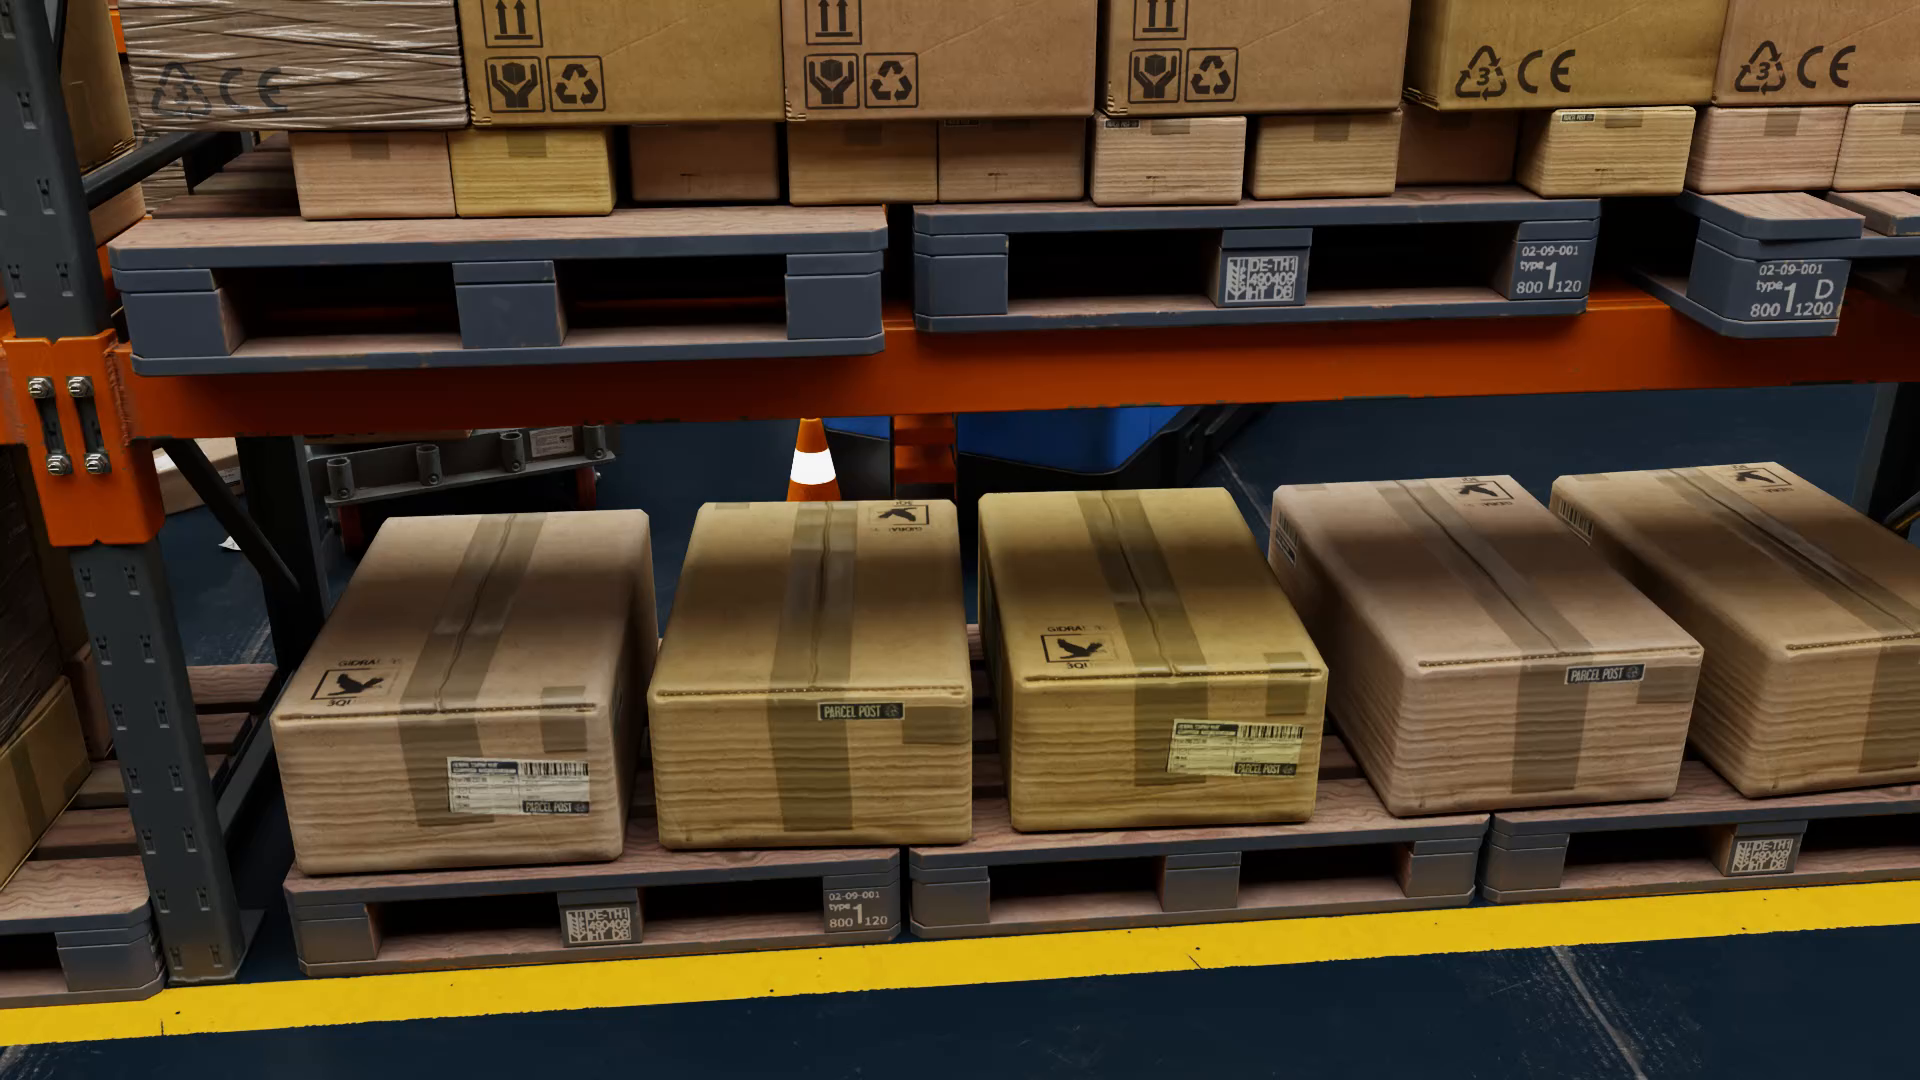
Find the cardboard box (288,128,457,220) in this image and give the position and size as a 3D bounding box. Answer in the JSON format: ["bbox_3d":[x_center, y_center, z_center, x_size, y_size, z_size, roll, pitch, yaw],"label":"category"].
[{"bbox_3d":[-0.961,-0.667,2.850,0.250,0.149,0.380,-2,24,-4],"label":"cardboard box"}]

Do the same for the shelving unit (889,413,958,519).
[{"bbox_3d":[-0.110,-0.473,4.837,0.189,1.200,0.258,-2,24,-4],"label":"shelving unit"}]

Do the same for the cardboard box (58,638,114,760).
[{"bbox_3d":[-2.155,0.284,3.787,0.500,0.250,0.500,-3,24,-8],"label":"cardboard box"}]

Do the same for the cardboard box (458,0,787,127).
[{"bbox_3d":[-0.549,-0.992,2.782,0.500,0.500,0.500,-2,24,-5],"label":"cardboard box"}]

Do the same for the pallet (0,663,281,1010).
[{"bbox_3d":[-2.207,0.620,3.595,1.213,0.211,1.003,-2,24,-5],"label":"pallet"}]

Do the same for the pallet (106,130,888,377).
[{"bbox_3d":[-0.767,-0.580,3.097,1.213,0.211,1.003,-2,24,-5],"label":"pallet"}]

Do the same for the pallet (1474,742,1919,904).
[{"bbox_3d":[1.661,0.450,3.978,1.213,0.211,1.003,-2,24,-5],"label":"pallet"}]

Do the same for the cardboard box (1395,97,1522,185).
[{"bbox_3d":[0.844,-0.773,3.089,0.250,0.149,0.380,-2,24,-5],"label":"cardboard box"}]

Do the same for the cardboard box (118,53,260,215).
[{"bbox_3d":[-3.658,-1.879,7.883,0.875,0.875,0.875,-2,24,-5],"label":"cardboard box"}]

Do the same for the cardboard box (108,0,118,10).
[{"bbox_3d":[-3.589,-2.736,7.528,0.550,0.550,0.875,-2,24,-5],"label":"cardboard box"}]

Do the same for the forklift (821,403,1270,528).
[{"bbox_3d":[0.632,-1.879,5.870,1.130,2.935,3.031,11,26,23],"label":"forklift"}]

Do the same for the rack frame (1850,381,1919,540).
[{"bbox_3d":[2.439,-0.855,3.481,0.127,3.000,1.000,-2,24,-5],"label":"rack frame"}]

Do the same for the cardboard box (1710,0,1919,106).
[{"bbox_3d":[1.500,-1.073,2.965,0.500,0.500,0.500,-3,24,-6],"label":"cardboard box"}]

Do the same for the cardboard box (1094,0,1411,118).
[{"bbox_3d":[0.455,-1.031,2.870,0.500,0.500,0.500,-3,24,-7],"label":"cardboard box"}]

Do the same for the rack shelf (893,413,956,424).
[{"bbox_3d":[-0.110,-0.433,4.855,0.180,0.103,0.258,-2,24,-4],"label":"rack shelf"}]

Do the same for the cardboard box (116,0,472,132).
[{"bbox_3d":[-1.047,-0.972,2.737,0.500,0.500,0.500,-2,24,-4],"label":"cardboard box"}]

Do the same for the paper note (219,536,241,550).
[{"bbox_3d":[-2.237,-0.007,5.228,0.142,0.019,0.148,-2,24,-5],"label":"paper note"}]

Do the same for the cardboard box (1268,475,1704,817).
[{"bbox_3d":[1.142,0.205,3.814,0.625,0.372,0.950,-3,24,-6],"label":"cardboard box"}]

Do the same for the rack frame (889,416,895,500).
[{"bbox_3d":[-0.201,-0.470,4.831,0.006,1.200,0.240,-2,24,-4],"label":"rack frame"}]

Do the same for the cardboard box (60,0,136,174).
[{"bbox_3d":[-2.007,-0.972,3.255,0.500,0.500,0.500,-2,24,-5],"label":"cardboard box"}]

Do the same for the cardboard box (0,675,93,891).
[{"bbox_3d":[-2.104,0.501,3.297,0.500,0.250,0.500,-1,24,-3],"label":"cardboard box"}]

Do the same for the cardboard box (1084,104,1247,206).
[{"bbox_3d":[0.339,-0.708,2.941,0.250,0.149,0.380,-1,24,-3],"label":"cardboard box"}]

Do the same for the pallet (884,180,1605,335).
[{"bbox_3d":[0.473,-0.672,3.305,1.213,0.211,1.003,-2,24,-5],"label":"pallet"}]

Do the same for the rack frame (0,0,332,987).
[{"bbox_3d":[-1.542,-0.695,3.122,0.127,3.000,1.000,-2,24,-5],"label":"rack frame"}]

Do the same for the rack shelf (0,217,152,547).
[{"bbox_3d":[-3.532,-0.287,3.088,4.000,0.370,1.077,-2,24,-5],"label":"rack shelf"}]

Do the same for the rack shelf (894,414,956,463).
[{"bbox_3d":[-0.110,-0.323,4.904,0.180,0.103,0.258,-2,24,-4],"label":"rack shelf"}]

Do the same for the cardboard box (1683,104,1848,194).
[{"bbox_3d":[1.379,-0.749,3.035,0.250,0.149,0.380,-3,24,-8],"label":"cardboard box"}]

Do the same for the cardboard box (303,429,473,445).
[{"bbox_3d":[-1.747,-0.618,5.091,0.500,0.500,0.500,-2,24,-5],"label":"cardboard box"}]

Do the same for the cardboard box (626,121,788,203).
[{"bbox_3d":[-0.437,-0.716,2.959,0.250,0.149,0.380,-1,24,-2],"label":"cardboard box"}]

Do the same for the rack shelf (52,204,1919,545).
[{"bbox_3d":[0.449,-0.447,3.447,4.000,0.370,1.077,-2,24,-5],"label":"rack shelf"}]

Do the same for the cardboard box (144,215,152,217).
[{"bbox_3d":[-3.573,-1.074,7.048,0.500,0.500,0.500,2,24,4],"label":"cardboard box"}]

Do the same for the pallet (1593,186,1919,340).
[{"bbox_3d":[1.740,-0.696,3.359,1.003,0.211,1.213,-2,24,-5],"label":"pallet"}]

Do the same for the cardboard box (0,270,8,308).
[{"bbox_3d":[-1.832,-0.445,2.867,0.250,0.149,0.380,-3,24,-6],"label":"cardboard box"}]

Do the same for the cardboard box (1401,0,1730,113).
[{"bbox_3d":[0.998,-1.052,2.918,0.500,0.500,0.500,-4,24,-9],"label":"cardboard box"}]

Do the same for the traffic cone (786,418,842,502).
[{"bbox_3d":[-0.445,-0.152,5.021,0.334,0.463,0.336,-2,24,-5],"label":"traffic cone"}]

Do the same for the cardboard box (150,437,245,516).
[{"bbox_3d":[-2.563,-0.281,5.555,0.258,0.266,0.396,22,32,40],"label":"cardboard box"}]

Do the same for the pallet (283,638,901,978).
[{"bbox_3d":[-0.767,0.547,3.759,1.213,0.211,1.003,-2,24,-5],"label":"pallet"}]

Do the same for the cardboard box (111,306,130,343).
[{"bbox_3d":[-3.093,-0.591,5.793,0.503,0.637,0.797,-2,24,-5],"label":"cardboard box"}]

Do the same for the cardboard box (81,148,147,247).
[{"bbox_3d":[-1.887,-0.698,3.436,0.250,0.149,0.380,-2,24,-5],"label":"cardboard box"}]

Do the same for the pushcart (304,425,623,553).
[{"bbox_3d":[-1.816,-0.417,5.723,0.936,0.377,1.648,-11,26,-23],"label":"pushcart"}]

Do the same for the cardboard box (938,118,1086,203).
[{"bbox_3d":[0.070,-0.718,2.965,0.250,0.149,0.380,-2,24,-5],"label":"cardboard box"}]

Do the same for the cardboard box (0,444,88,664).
[{"bbox_3d":[-2.155,-0.059,3.635,0.500,0.500,0.500,-1,24,-3],"label":"cardboard box"}]

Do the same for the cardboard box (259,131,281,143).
[{"bbox_3d":[-2.762,-1.916,7.967,0.875,0.875,0.875,-2,24,-4],"label":"cardboard box"}]

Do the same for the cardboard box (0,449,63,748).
[{"bbox_3d":[-2.104,0.159,3.145,0.500,0.500,0.500,-3,24,-6],"label":"cardboard box"}]

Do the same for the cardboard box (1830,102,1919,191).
[{"bbox_3d":[1.630,-0.756,3.050,0.250,0.149,0.380,-2,24,-6],"label":"cardboard box"}]

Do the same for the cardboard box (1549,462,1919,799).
[{"bbox_3d":[1.876,0.172,3.888,0.625,0.372,0.950,-4,24,-9],"label":"cardboard box"}]

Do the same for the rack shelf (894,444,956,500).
[{"bbox_3d":[-0.110,-0.213,4.953,0.180,0.103,0.258,-2,24,-4],"label":"rack shelf"}]

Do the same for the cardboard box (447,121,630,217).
[{"bbox_3d":[-0.711,-0.673,2.864,0.250,0.149,0.380,-2,24,-4],"label":"cardboard box"}]

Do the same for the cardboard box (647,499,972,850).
[{"bbox_3d":[-0.305,0.261,3.687,0.625,0.372,0.950,-1,24,-2],"label":"cardboard box"}]

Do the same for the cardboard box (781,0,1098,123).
[{"bbox_3d":[-0.055,-1.006,2.814,0.500,0.500,0.500,-2,24,-5],"label":"cardboard box"}]

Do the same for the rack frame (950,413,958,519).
[{"bbox_3d":[-0.018,-0.476,4.843,0.006,1.200,0.240,-2,24,-4],"label":"rack frame"}]

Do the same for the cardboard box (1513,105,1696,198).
[{"bbox_3d":[1.106,-0.732,2.997,0.250,0.149,0.380,-2,24,-4],"label":"cardboard box"}]

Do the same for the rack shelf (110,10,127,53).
[{"bbox_3d":[-4.119,-2.284,7.580,4.000,0.370,1.077,-2,24,-5],"label":"rack shelf"}]

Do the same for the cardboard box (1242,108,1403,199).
[{"bbox_3d":[0.602,-0.730,2.992,0.250,0.149,0.380,-3,24,-7],"label":"cardboard box"}]

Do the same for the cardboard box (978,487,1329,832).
[{"bbox_3d":[0.387,0.233,3.751,0.625,0.372,0.950,-2,24,-3],"label":"cardboard box"}]

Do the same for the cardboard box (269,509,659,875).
[{"bbox_3d":[-1.020,0.291,3.619,0.625,0.372,0.950,-2,24,-4],"label":"cardboard box"}]

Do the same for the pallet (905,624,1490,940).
[{"bbox_3d":[0.450,0.497,3.872,1.213,0.211,1.003,-2,24,-5],"label":"pallet"}]

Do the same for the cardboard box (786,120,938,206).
[{"bbox_3d":[-0.177,-0.709,2.944,0.250,0.149,0.380,-2,24,-4],"label":"cardboard box"}]
